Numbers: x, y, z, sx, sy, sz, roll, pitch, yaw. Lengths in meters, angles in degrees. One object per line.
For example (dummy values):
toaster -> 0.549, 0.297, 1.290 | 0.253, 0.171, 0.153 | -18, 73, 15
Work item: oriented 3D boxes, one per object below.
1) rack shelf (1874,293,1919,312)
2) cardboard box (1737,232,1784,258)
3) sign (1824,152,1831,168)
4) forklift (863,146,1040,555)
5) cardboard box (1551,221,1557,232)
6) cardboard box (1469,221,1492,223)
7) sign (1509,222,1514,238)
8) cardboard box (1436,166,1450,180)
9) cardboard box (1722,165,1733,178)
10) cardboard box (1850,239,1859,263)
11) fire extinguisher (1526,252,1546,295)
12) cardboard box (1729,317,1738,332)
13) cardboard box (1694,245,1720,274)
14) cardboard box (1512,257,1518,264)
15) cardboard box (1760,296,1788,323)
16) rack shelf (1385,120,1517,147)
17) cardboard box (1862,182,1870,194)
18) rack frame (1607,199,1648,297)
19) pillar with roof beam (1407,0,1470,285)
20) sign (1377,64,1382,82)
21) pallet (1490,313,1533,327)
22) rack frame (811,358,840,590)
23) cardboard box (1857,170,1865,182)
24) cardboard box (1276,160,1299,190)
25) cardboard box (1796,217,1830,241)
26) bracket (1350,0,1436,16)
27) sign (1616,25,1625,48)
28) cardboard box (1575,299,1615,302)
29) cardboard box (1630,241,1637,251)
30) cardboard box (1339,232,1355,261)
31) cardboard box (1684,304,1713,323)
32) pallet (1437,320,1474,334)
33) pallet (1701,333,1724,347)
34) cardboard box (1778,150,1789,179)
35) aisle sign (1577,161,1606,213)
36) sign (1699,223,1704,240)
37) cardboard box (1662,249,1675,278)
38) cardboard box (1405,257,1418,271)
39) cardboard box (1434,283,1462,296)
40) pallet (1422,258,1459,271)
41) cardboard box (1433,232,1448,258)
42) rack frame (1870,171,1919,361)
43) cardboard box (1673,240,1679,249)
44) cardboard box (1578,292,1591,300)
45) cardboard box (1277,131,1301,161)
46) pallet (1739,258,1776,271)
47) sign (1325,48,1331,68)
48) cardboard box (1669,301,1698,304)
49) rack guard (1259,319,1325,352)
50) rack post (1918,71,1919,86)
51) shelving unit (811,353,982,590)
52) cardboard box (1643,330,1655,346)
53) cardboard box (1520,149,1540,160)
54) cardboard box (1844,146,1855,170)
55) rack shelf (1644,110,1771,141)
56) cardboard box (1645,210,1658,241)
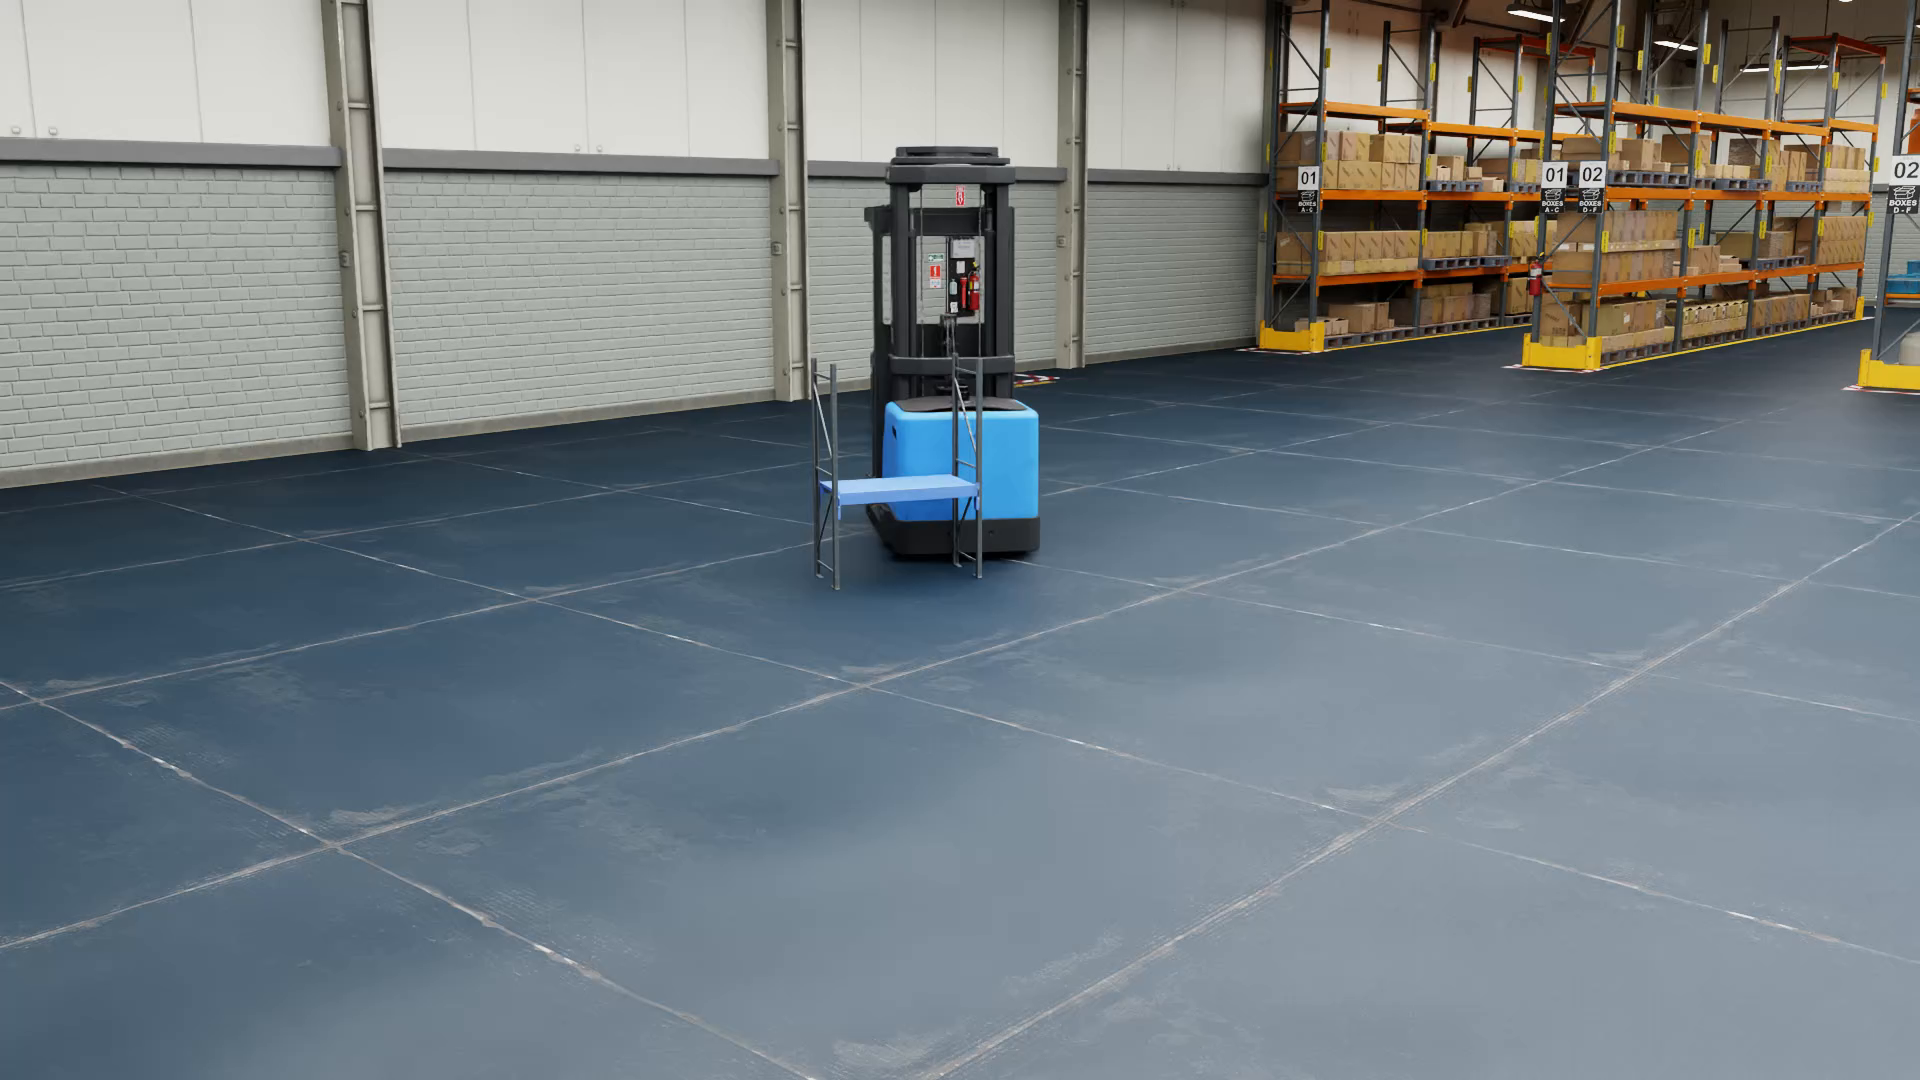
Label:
rack shelf -> 14.656, -3.547, 24.647 | 1.077, 0.370, 4.000 | 10, 15, 40
cardboard box -> 15.976, -5.895, 33.242 | 0.500, 0.500, 0.700 | -9, 14, -37
sign -> 17.958, -7.858, 34.412 | 0.100, 0.325, 0.005 | 10, 15, 40
forklift -> -0.164, -1.569, 13.085 | 1.130, 2.935, 3.031 | -2, 11, -9
cardboard box -> 13.017, -6.973, 36.986 | 0.500, 0.250, 0.500 | 10, 15, 41
cardboard box -> 11.279, -6.736, 35.797 | 0.500, 0.250, 0.500 | 10, 15, 42
sign -> 11.588, -6.523, 34.960 | 0.100, 0.325, 0.005 | 10, 15, 40
cardboard box -> 9.362, -7.269, 32.941 | 0.500, 0.311, 0.500 | 10, 15, 42
cardboard box -> 13.922, -6.790, 30.703 | 0.500, 0.250, 0.500 | 9, 15, 39
cardboard box -> 19.748, -6.471, 37.198 | 0.500, 0.500, 0.500 | 10, 15, 41
fire extinguisher -> 9.190, -4.251, 26.534 | 0.296, 0.674, 0.183 | 10, 15, 40
cardboard box -> 14.396, -4.096, 31.506 | 0.500, 0.250, 0.500 | 10, 15, 40
cardboard box -> 13.803, -5.223, 30.949 | 0.500, 0.500, 0.500 | 9, 14, 37
cardboard box -> 11.739, -6.004, 35.705 | 0.380, 0.149, 0.250 | 10, 15, 41
cardboard box -> 16.430, -4.672, 33.701 | 0.500, 0.500, 0.500 | 9, 14, 38
rack shelf -> 9.854, -8.162, 33.458 | 1.077, 0.370, 4.000 | 10, 15, 40
cardboard box -> 20.038, -7.888, 37.270 | 0.500, 0.250, 0.500 | 10, 15, 40
rack frame -> 16.455, -7.240, 41.302 | 1.000, 3.000, 0.127 | 10, 15, 40
pillar with roof beam -> 12.900, -8.369, 31.637 | 9.100, 9.000, 0.548 | 10, 15, 40
sign -> 8.113, -9.023, 32.123 | 0.100, 0.325, 0.005 | 10, 15, 40
pallet -> 11.751, -4.802, 36.215 | 1.003, 0.211, 1.213 | 10, 15, 40
rack frame -> -0.903, -0.448, 11.126 | 0.032, 1.500, 0.500 | -4, 12, -20
cardboard box -> 19.701, -8.061, 36.858 | 0.500, 0.250, 0.500 | 10, 15, 40
cardboard box -> 5.979, -6.510, 29.682 | 0.500, 0.500, 0.500 | -11, 16, -43
cardboard box -> 18.061, -6.584, 35.209 | 0.500, 0.500, 0.500 | 10, 15, 42
bracket -> 7.947, -10.202, 31.626 | 0.076, 0.066, 4.783 | 10, 15, 40
sign -> 10.030, -7.651, 25.254 | 0.100, 0.325, 0.005 | 10, 15, 40
cardboard box -> 10.728, -3.811, 28.169 | 0.500, 0.500, 0.500 | 10, 15, 40
cardboard box -> 10.887, -4.833, 27.339 | 0.380, 0.149, 0.250 | 10, 15, 40
cardboard box -> 6.768, -5.293, 29.971 | 0.500, 0.500, 0.500 | 10, 15, 41
cardboard box -> 13.393, -4.145, 30.323 | 0.500, 0.311, 0.500 | 9, 14, 38
pallet -> 9.852, -4.402, 34.213 | 1.003, 0.211, 1.213 | 10, 15, 40
pallet -> 13.520, -3.761, 31.003 | 1.003, 0.211, 1.213 | 10, 15, 40
cardboard box -> 16.272, -7.526, 33.490 | 0.600, 0.600, 0.600 | 9, 14, 38
aisle sign -> 9.804, -5.472, 25.811 | 0.394, 0.787, 0.004 | 10, 15, 40
sign -> 14.484, -6.021, 32.444 | 0.100, 0.325, 0.005 | 10, 15, 40
cardboard box -> 11.969, -4.818, 28.918 | 0.700, 0.500, 0.500 | 9, 15, 39
cardboard box -> 8.449, -5.302, 31.931 | 0.500, 0.250, 0.500 | 10, 15, 40
cardboard box -> 9.979, -5.156, 34.212 | 0.500, 0.250, 0.500 | 10, 15, 40
pallet -> 9.148, -5.474, 32.951 | 1.003, 0.211, 1.213 | 10, 15, 40
cardboard box -> 9.270, -5.891, 33.170 | 0.500, 0.500, 0.700 | -10, 15, -42
rack frame -> 13.335, -3.605, 23.103 | 1.000, 3.000, 0.127 | 10, 15, 40
cardboard box -> 12.239, -5.134, 28.847 | 0.380, 0.149, 0.250 | 10, 15, 40
cardboard box -> 14.386, -5.729, 39.044 | 0.700, 0.500, 0.500 | 10, 15, 41
cardboard box -> 5.982, -7.004, 29.600 | 0.500, 0.500, 0.500 | 11, 15, 43
pallet -> 15.293, -5.438, 32.769 | 1.213, 0.211, 1.003 | 10, 15, 40
sign -> 6.301, -8.255, 28.478 | 0.100, 0.325, 0.005 | 10, 15, 40
cardboard box -> 13.653, -4.364, 31.417 | 0.500, 0.311, 0.500 | 9, 15, 39
rack guard -> 5.944, -3.672, 29.817 | 1.175, 0.500, 0.348 | 10, 15, 40
rack post -> 13.930, -6.397, 23.039 | 0.954, 0.300, 0.937 | -10, 15, -41
shelving unit -> -0.427, -0.483, 11.303 | 1.048, 1.500, 0.538 | -4, 12, -20
cardboard box -> 11.459, -3.448, 28.264 | 0.500, 0.250, 0.500 | 10, 15, 40
cardboard box -> 12.782, -8.559, 36.956 | 0.500, 0.250, 0.500 | 9, 15, 39
cardboard box -> 19.209, -8.383, 36.557 | 0.700, 0.500, 0.500 | 10, 15, 40
rack shelf -> 13.578, -7.522, 30.254 | 1.077, 0.370, 4.000 | 10, 15, 40
cardboard box -> 11.306, -5.306, 28.050 | 0.700, 0.500, 0.500 | 10, 15, 40
